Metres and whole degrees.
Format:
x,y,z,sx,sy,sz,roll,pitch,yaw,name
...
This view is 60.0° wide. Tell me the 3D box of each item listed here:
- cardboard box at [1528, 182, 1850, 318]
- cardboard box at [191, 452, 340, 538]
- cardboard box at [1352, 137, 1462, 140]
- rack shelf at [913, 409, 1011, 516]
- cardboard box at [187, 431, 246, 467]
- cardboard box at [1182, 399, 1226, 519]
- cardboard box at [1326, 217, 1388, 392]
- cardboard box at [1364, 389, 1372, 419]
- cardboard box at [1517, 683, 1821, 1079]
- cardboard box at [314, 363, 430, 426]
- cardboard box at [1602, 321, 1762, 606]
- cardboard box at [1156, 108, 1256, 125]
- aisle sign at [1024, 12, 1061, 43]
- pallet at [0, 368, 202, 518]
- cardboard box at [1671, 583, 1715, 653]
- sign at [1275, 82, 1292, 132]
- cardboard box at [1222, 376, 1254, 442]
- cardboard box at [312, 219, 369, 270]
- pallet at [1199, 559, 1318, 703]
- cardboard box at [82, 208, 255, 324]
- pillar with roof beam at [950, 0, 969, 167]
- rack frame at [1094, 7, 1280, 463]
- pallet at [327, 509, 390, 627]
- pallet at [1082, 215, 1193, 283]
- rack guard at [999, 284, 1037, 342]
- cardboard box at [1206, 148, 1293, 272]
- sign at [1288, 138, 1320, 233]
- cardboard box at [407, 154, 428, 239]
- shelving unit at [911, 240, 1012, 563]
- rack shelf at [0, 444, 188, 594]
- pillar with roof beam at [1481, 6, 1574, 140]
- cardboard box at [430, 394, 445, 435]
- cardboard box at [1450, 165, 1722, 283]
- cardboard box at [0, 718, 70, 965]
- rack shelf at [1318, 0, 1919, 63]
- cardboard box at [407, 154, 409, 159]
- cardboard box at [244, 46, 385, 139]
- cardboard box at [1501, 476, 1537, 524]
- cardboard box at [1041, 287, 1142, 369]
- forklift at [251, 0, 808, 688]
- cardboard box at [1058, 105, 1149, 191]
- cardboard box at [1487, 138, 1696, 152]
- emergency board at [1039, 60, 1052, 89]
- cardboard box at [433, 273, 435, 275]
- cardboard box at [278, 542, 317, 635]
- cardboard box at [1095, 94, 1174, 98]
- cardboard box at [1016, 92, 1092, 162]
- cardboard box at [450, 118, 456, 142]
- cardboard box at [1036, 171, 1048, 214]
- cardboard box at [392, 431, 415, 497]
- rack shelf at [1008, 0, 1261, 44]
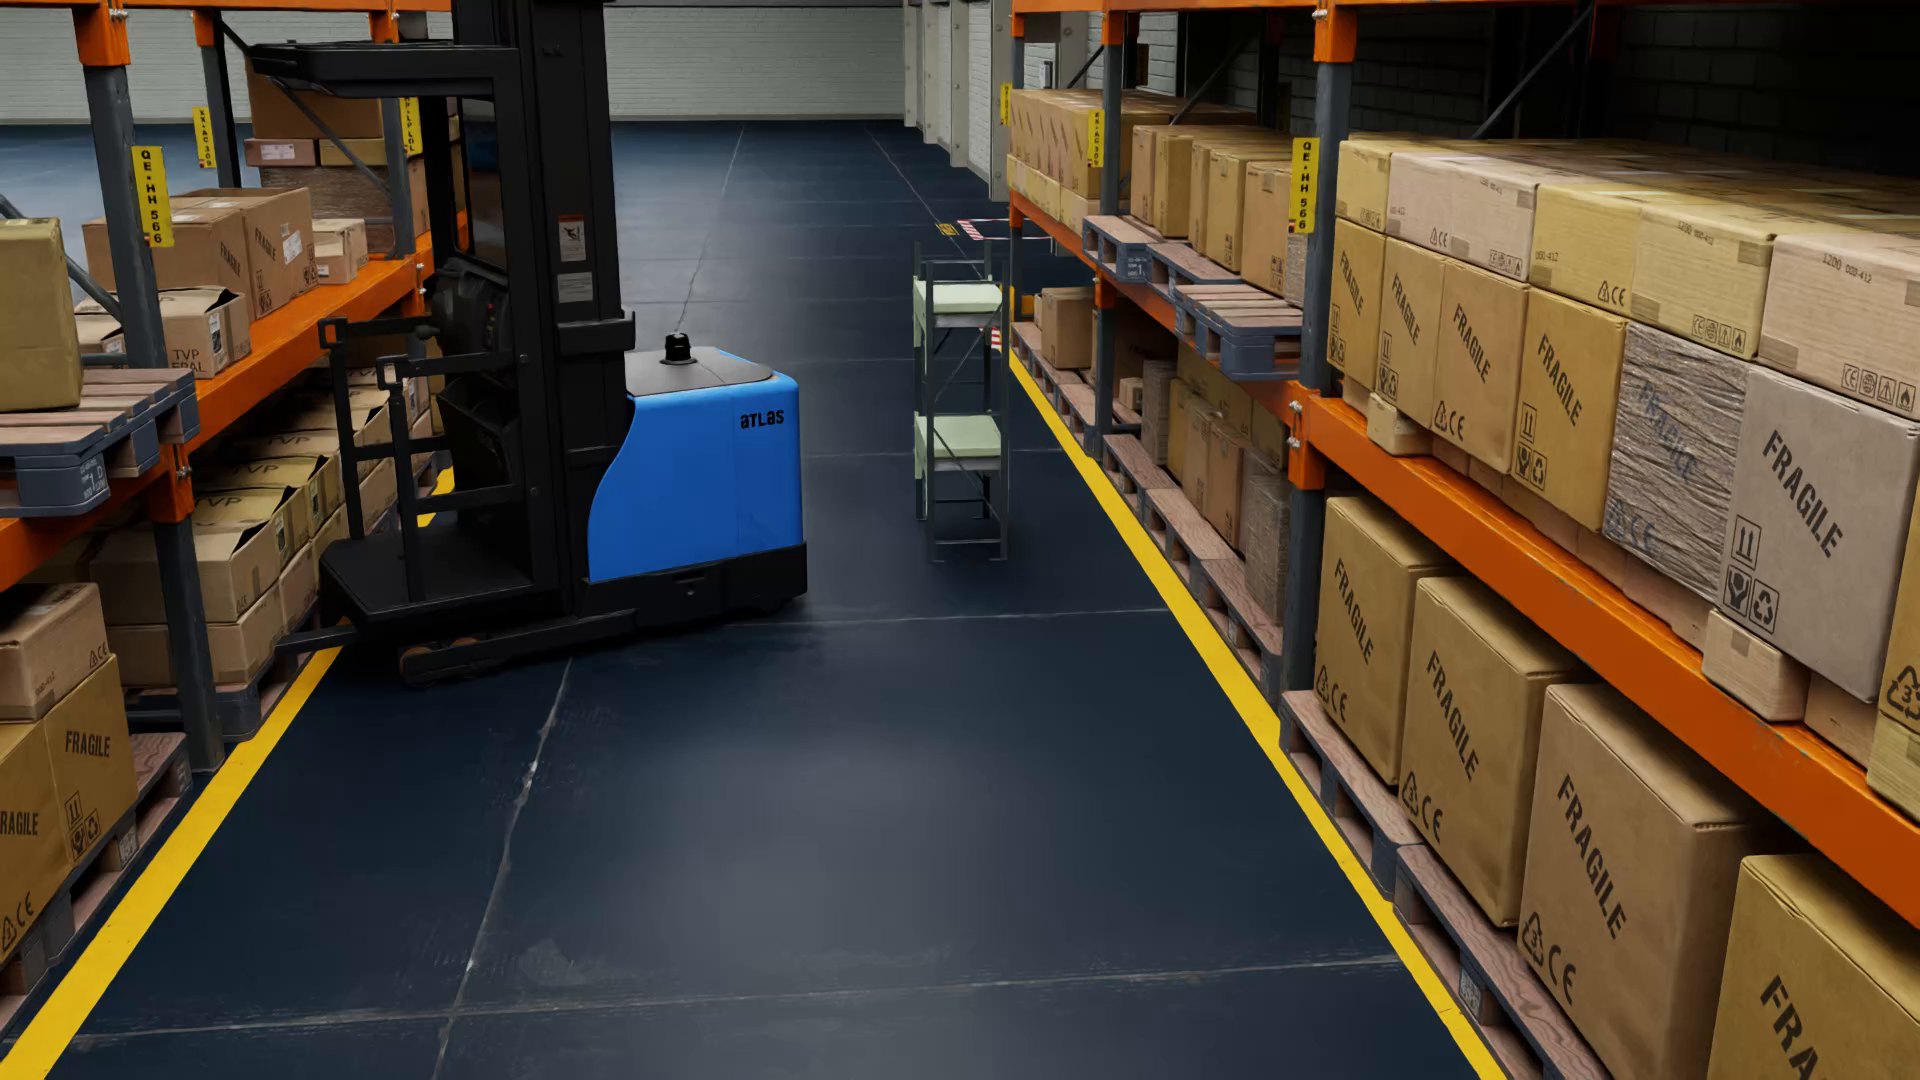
x,y,z,sx,sy,sz,roll,pitch,yaw,name
1.704,-0.696,3.936,0.500,0.250,0.500,-2,18,-7,cardboard box
-3.058,-0.218,7.317,0.500,0.311,0.500,-2,18,-7,cardboard box
1.678,-1.412,6.182,0.380,0.149,0.250,-4,18,-13,cardboard box
-0.001,-0.407,8.556,0.431,0.370,0.720,-2,18,-6,rack shelf
-3.641,-0.348,7.730,0.500,0.311,0.500,-1,17,-4,cardboard box
1.539,-0.427,8.469,0.700,0.500,0.500,-2,17,-5,cardboard box
1.539,-0.789,5.486,0.500,0.500,0.500,-1,17,-4,cardboard box
1.564,-0.452,5.495,0.380,0.149,0.250,-2,17,-5,cardboard box
1.865,0.820,3.946,0.750,0.750,0.750,-1,17,-4,cardboard box
-3.269,-0.825,9.249,0.500,0.311,0.500,-2,18,-6,cardboard box
1.752,-0.182,3.551,0.500,0.500,0.500,-2,18,-6,cardboard box
1.490,-2.377,10.205,0.500,0.500,0.500,-2,18,-7,cardboard box
0.612,-4.379,13.277,0.394,0.787,0.004,-2,18,-6,aisle sign
-3.044,-0.297,4.937,1.213,0.211,1.003,-2,18,-6,pallet
1.763,0.163,3.538,0.380,0.149,0.250,-2,18,-6,cardboard box
1.883,-2.505,9.716,0.100,0.325,0.005,-2,18,-6,sign
1.563,-0.656,7.944,0.500,0.250,0.500,-2,18,-6,cardboard box
-3.502,-1.563,8.900,0.500,0.250,0.500,-1,17,-2,cardboard box
1.664,0.355,7.195,1.003,0.211,1.213,-2,18,-6,pallet
-3.373,-1.136,7.120,0.500,0.500,0.500,-3,18,-9,cardboard box
-4.288,-11.037,28.808,9.100,9.000,0.400,-2,18,-6,pillar with roof beam
1.331,-1.935,9.831,1.000,3.000,0.127,-2,18,-6,rack frame
-3.352,0.133,7.902,1.003,0.211,1.213,-2,18,-6,pallet
1.265,-1.611,9.120,1.003,0.211,1.213,-2,18,-6,pallet
0.926,-1.911,13.929,1.175,0.500,0.348,-2,18,-6,rack guard
1.534,-1.511,7.580,0.700,0.500,0.500,-2,18,-6,cardboard box
1.205,-1.238,5.811,0.100,0.325,0.005,-2,18,-6,sign
-3.709,-2.117,10.246,0.700,0.500,0.500,-2,18,-6,cardboard box
-0.001,-0.718,8.459,0.431,1.500,0.755,-2,18,-6,shelving unit
-2.977,0.350,3.754,1.077,0.370,4.000,-2,18,-6,rack shelf
-1.812,-3.886,6.032,9.100,9.000,0.400,-2,18,-6,pillar with roof beam
-3.342,-0.816,10.159,0.500,0.250,0.500,-2,18,-6,cardboard box
1.645,-0.848,4.420,0.500,0.250,0.500,-2,18,-5,cardboard box
-2.800,0.820,4.497,0.500,0.500,0.500,-2,18,-8,cardboard box
1.950,-1.235,3.796,1.077,0.370,4.000,-2,18,-6,rack shelf
-3.457,-2.298,9.740,0.380,0.149,0.250,-2,17,-5,cardboard box
-3.648,-2.579,9.551,0.700,0.500,0.500,-2,18,-5,cardboard box
1.707,-0.145,4.516,0.380,0.149,0.250,-2,17,-5,cardboard box
0.985,-1.545,12.028,0.700,0.500,0.500,-3,18,-9,cardboard box
-2.225,-0.976,6.893,3.031,2.935,1.130,-11,20,-31,forklift
0.917,-2.510,10.630,0.500,0.500,0.500,-2,18,-6,cardboard box
2.048,-1.173,5.455,0.500,0.250,0.500,-1,17,-4,cardboard box
1.015,-5.469,21.091,0.194,1.169,0.643,-2,18,-6,emergency board
-3.489,-1.621,11.471,0.500,0.500,0.500,-2,18,-6,cardboard box
-2.998,0.208,6.896,0.500,0.250,0.500,-2,18,-7,cardboard box
1.278,-2.984,12.139,0.500,0.500,0.500,-2,18,-7,cardboard box
0.710,-3.123,12.582,0.500,0.500,0.500,-2,18,-5,cardboard box
-3.618,-2.759,11.208,0.380,0.149,0.250,-2,18,-6,cardboard box
0.817,-2.452,11.697,0.500,0.250,0.500,-2,18,-5,cardboard box
-3.215,-0.403,8.844,0.500,0.250,0.500,-2,18,-6,cardboard box
1.125,-3.618,11.388,1.077,0.370,4.000,-2,18,-6,rack shelf
